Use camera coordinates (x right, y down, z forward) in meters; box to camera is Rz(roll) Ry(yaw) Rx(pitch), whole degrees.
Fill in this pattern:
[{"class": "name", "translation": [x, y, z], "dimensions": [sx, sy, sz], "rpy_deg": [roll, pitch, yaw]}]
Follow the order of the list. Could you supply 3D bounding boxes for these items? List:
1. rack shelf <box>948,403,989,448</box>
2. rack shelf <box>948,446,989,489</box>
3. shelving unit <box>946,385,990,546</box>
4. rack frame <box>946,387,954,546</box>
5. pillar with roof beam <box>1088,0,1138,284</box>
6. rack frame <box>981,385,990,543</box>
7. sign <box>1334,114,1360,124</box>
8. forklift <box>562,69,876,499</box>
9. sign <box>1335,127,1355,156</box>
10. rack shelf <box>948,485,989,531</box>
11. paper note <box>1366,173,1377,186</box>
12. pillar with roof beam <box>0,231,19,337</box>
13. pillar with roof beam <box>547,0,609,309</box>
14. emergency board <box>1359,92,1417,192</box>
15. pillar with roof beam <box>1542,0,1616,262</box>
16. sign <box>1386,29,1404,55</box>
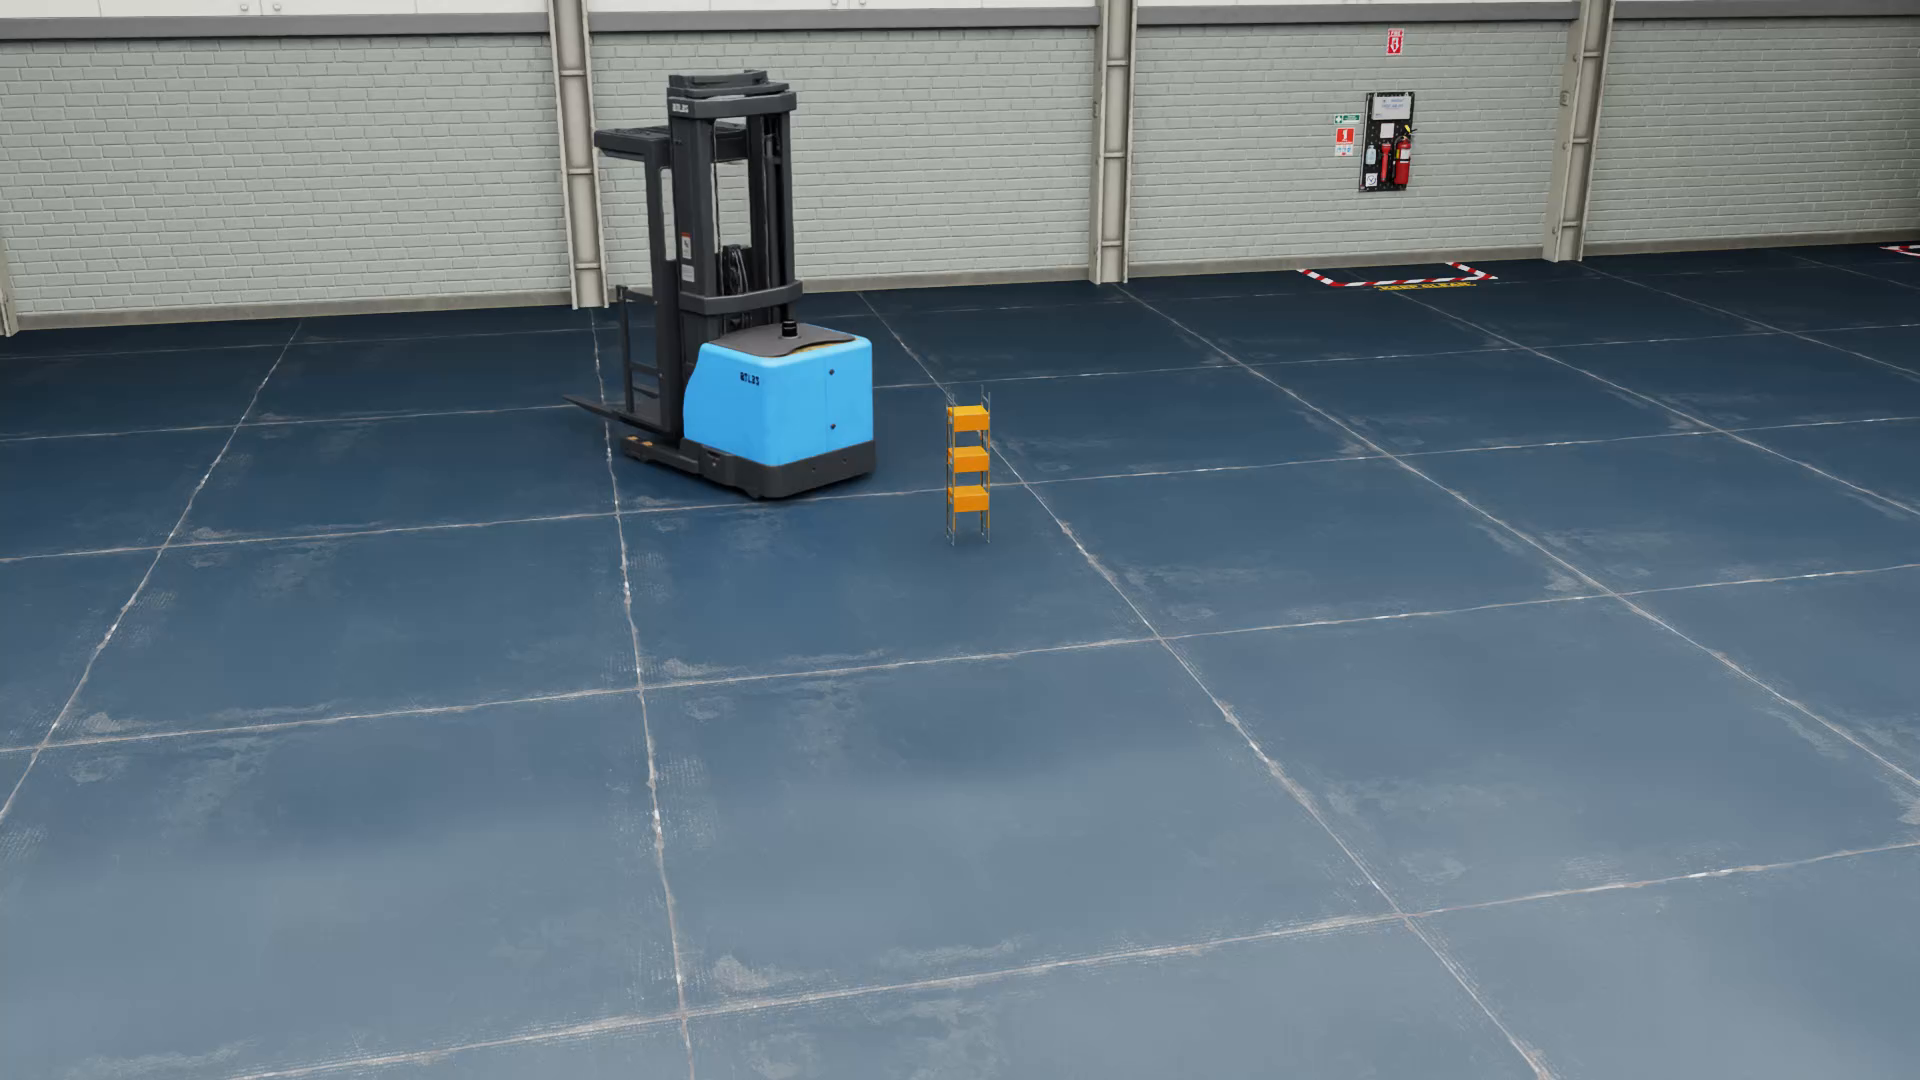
[{"class": "rack shelf", "translation": [0.052, -0.754, 11.052], "dimensions": [0.240, 0.259, 0.215], "rpy_deg": [-5, 21, -12]}, {"class": "rack shelf", "translation": [0.052, -0.487, 11.149], "dimensions": [0.240, 0.259, 0.215], "rpy_deg": [-5, 21, -12]}, {"class": "shelving unit", "translation": [0.052, -0.497, 11.146], "dimensions": [0.252, 1.050, 0.215], "rpy_deg": [-5, 21, -12]}, {"class": "rack frame", "translation": [-0.067, -0.488, 11.119], "dimensions": [0.008, 1.050, 0.200], "rpy_deg": [-5, 21, -12]}, {"class": "pillar with roof beam", "translation": [2.741, -5.853, 14.211], "dimensions": [0.400, 9.000, 9.100], "rpy_deg": [-5, 21, -12]}, {"class": "rack frame", "translation": [0.171, -0.507, 11.172], "dimensions": [0.008, 1.050, 0.200], "rpy_deg": [-5, 21, -12]}, {"class": "sign", "translation": [4.621, -5.023, 19.844], "dimensions": [0.331, 0.109, 0.001], "rpy_deg": [-5, 21, -12]}, {"class": "forklift", "translation": [-2.035, -2.090, 12.758], "dimensions": [3.031, 2.935, 1.130], "rpy_deg": [19, 27, 41]}, {"class": "sign", "translation": [4.614, -4.777, 19.942], "dimensions": [0.234, 0.329, 0.001], "rpy_deg": [-5, 21, -12]}, {"class": "rack shelf", "translation": [0.052, -0.226, 11.245], "dimensions": [0.240, 0.259, 0.215], "rpy_deg": [-5, 21, -12]}, {"class": "paper note", "translation": [4.988, -4.365, 20.150], "dimensions": [0.142, 0.148, 0.016], "rpy_deg": [-5, 21, -12]}, {"class": "pillar with roof beam", "translation": [-8.937, -4.903, 11.618], "dimensions": [0.400, 9.000, 9.100], "rpy_deg": [-5, 21, -12]}, {"class": "pillar with roof beam", "translation": [-3.098, -5.378, 12.914], "dimensions": [0.400, 9.000, 9.100], "rpy_deg": [-5, 21, -12]}, {"class": "emergency board", "translation": [5.176, -4.769, 19.974], "dimensions": [0.643, 1.169, 0.194], "rpy_deg": [-5, 21, -12]}, {"class": "pillar with roof beam", "translation": [8.580, -6.328, 15.507], "dimensions": [0.400, 9.000, 9.100], "rpy_deg": [-5, 21, -12]}, {"class": "sign", "translation": [5.145, -5.891, 19.664], "dimensions": [0.199, 0.298, 0.001], "rpy_deg": [-5, 21, -12]}]
